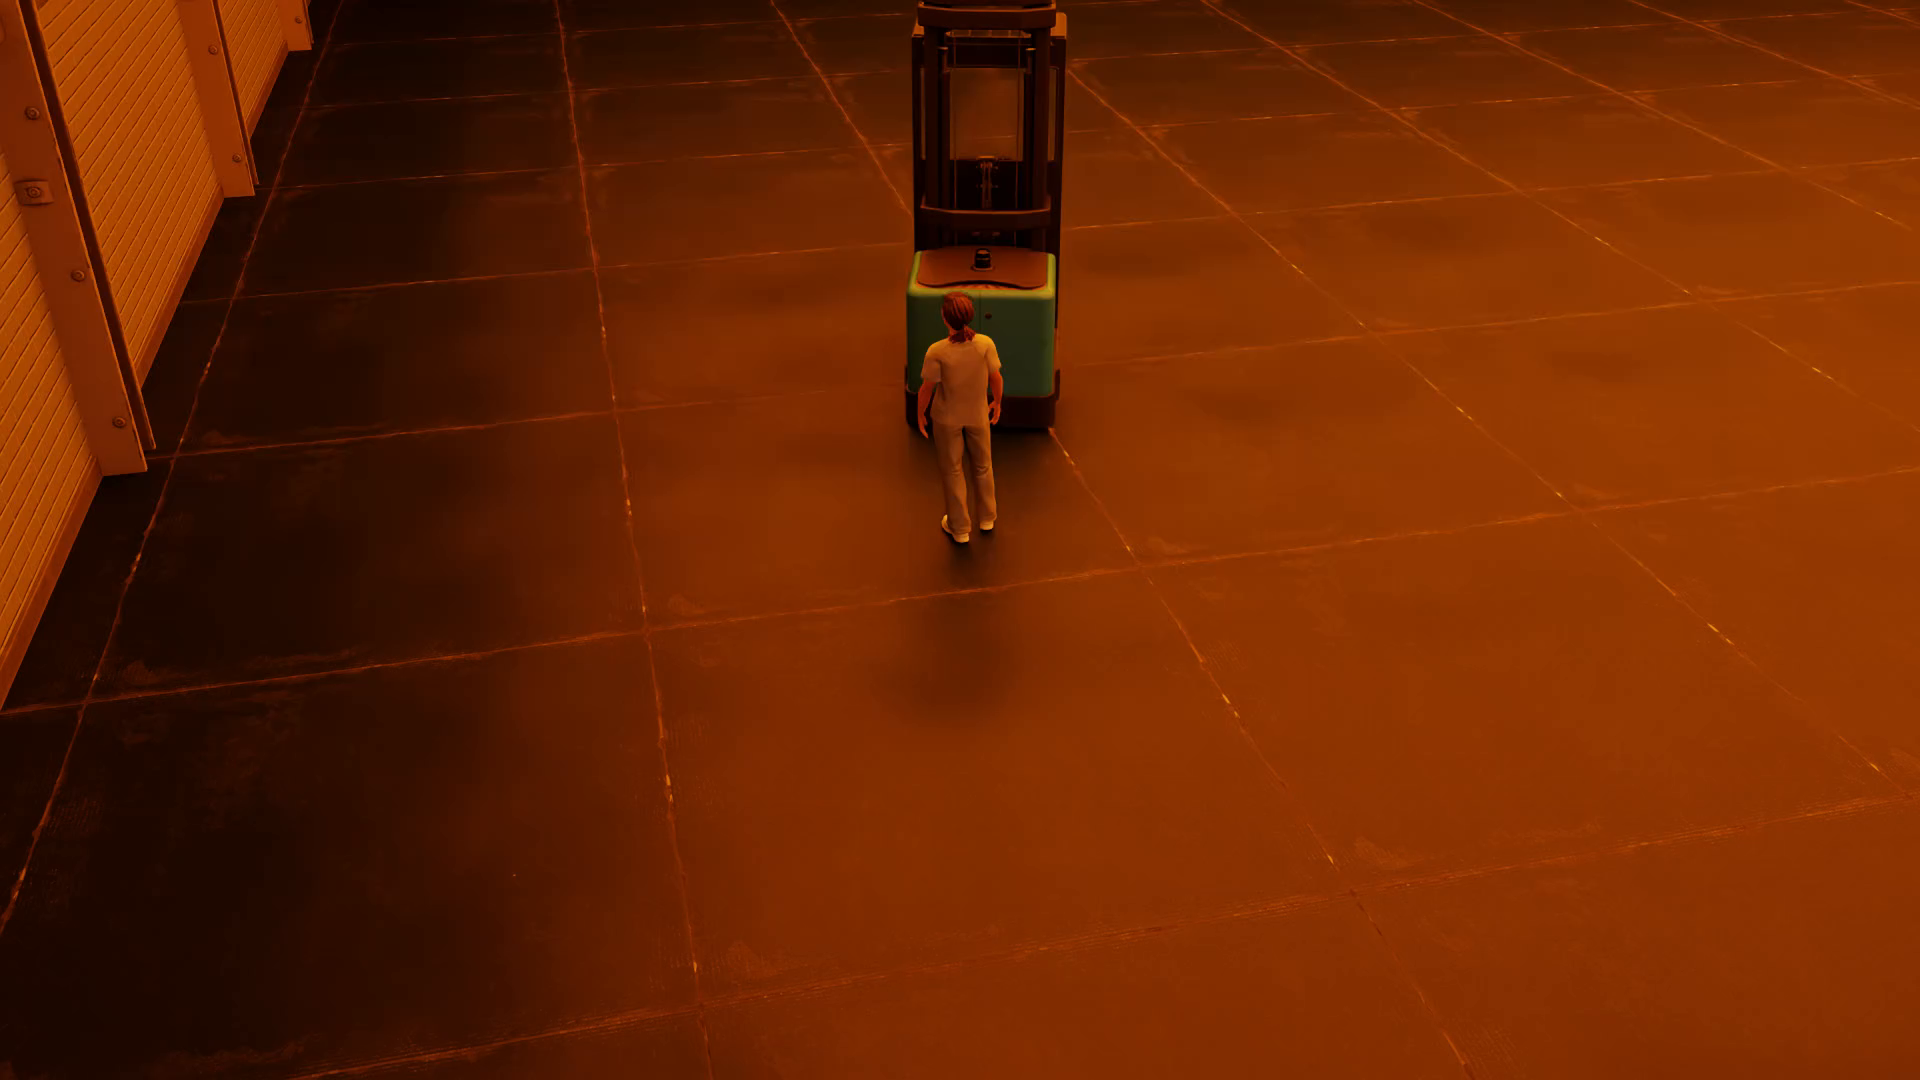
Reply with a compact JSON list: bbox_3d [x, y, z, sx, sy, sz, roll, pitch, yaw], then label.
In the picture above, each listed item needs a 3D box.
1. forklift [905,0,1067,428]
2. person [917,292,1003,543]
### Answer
[{"bbox_3d":[0.216,-2.765,12.350,1.130,2.935,3.031,2,30,3],"label":"forklift"},{"bbox_3d":[-0.006,-0.772,10.148,0.550,1.675,0.533,-7,31,-12],"label":"person"}]
